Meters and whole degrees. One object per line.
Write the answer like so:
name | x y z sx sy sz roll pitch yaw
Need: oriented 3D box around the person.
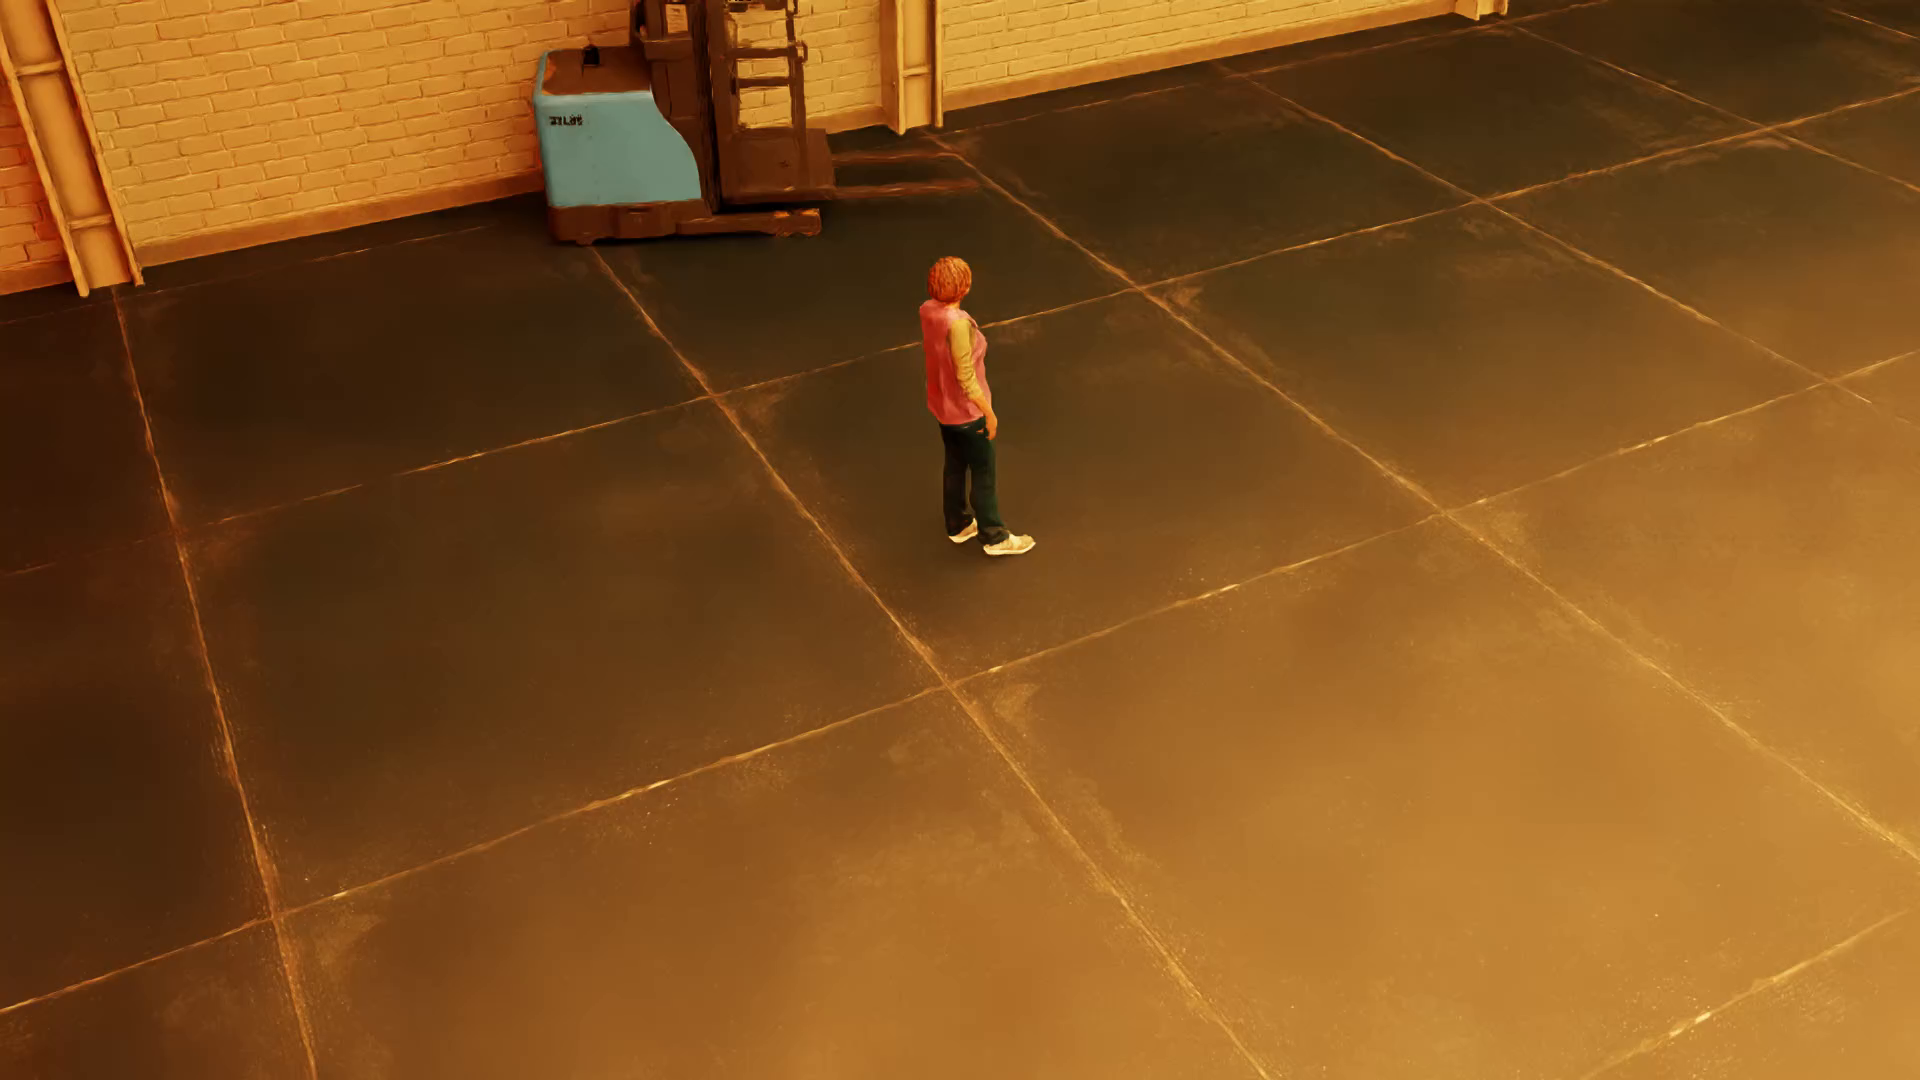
person | 0.072 -0.671 8.216 0.474 1.597 0.520 -17 39 -23

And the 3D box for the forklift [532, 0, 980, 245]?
forklift | -1.403 -3.621 11.246 3.031 2.935 1.130 -5 36 -7
